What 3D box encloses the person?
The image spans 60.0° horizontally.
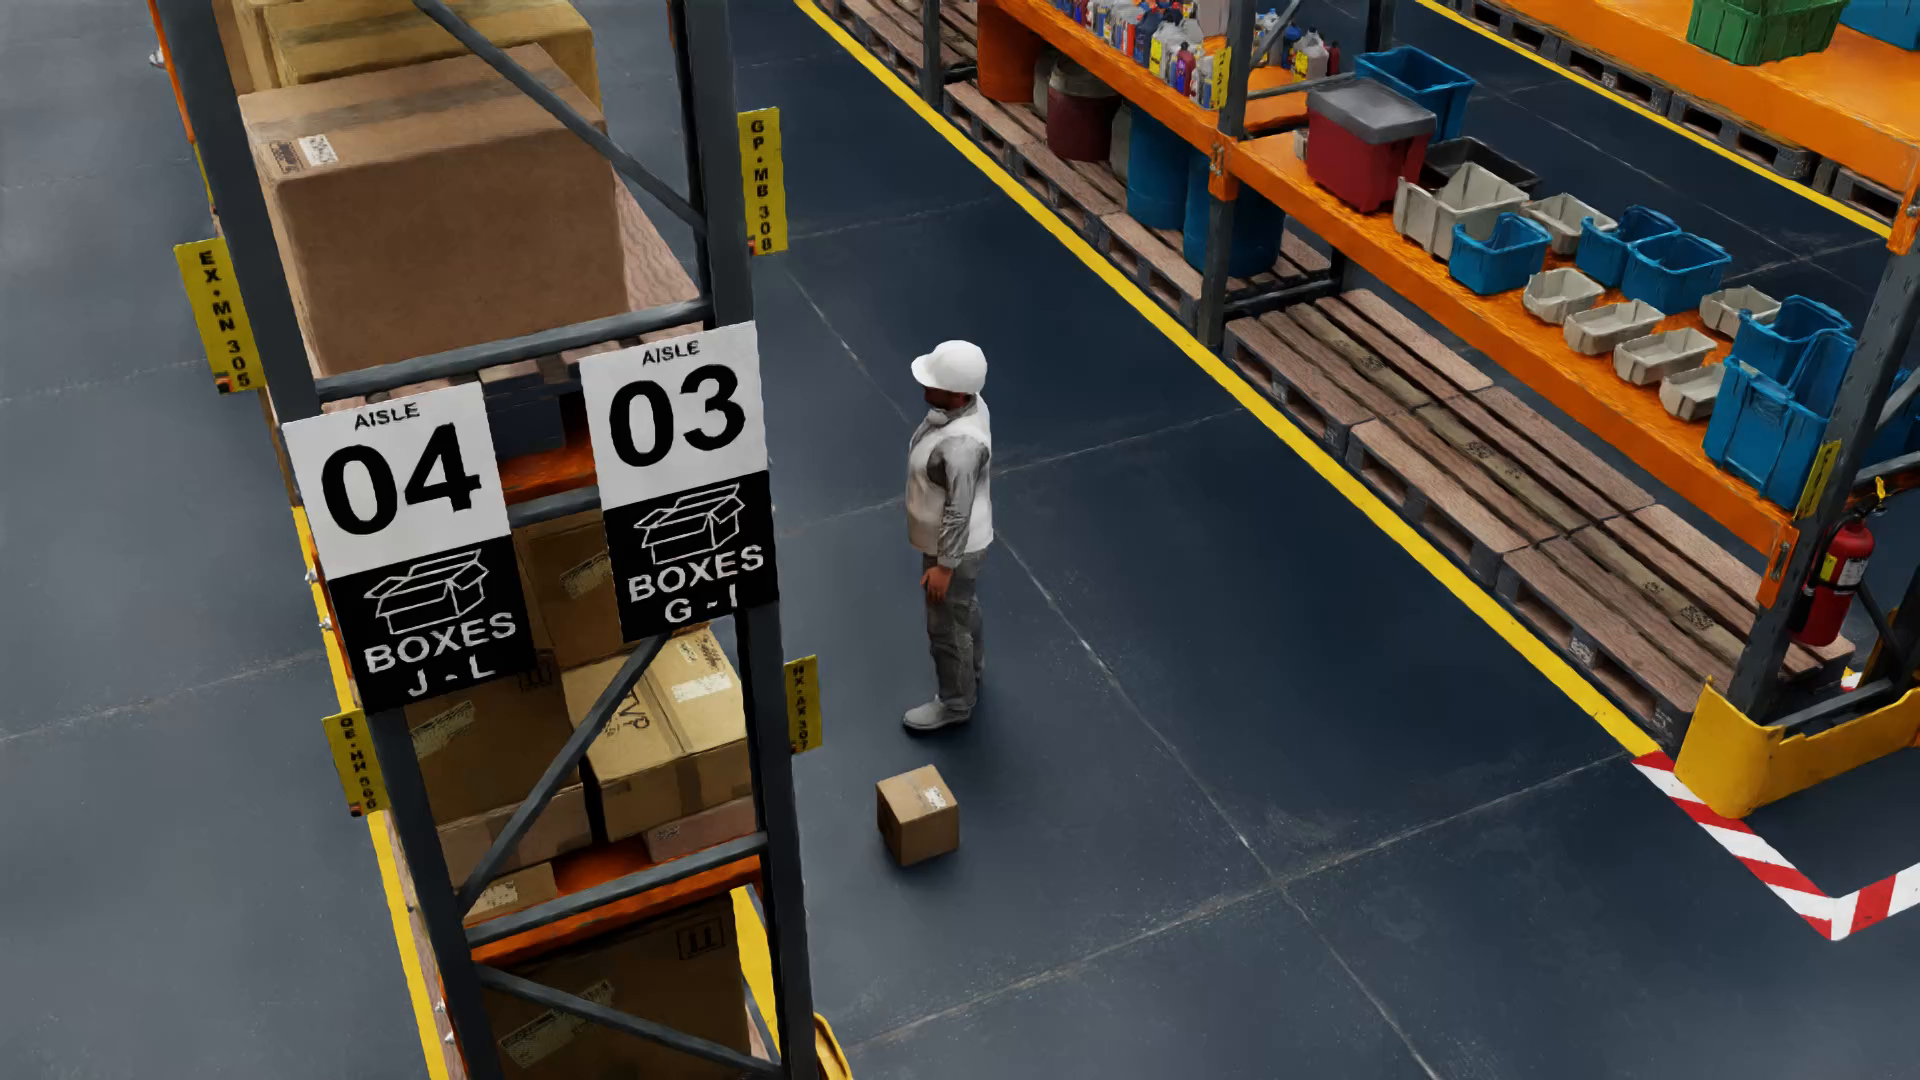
[{"bbox_3d":[-0.054,-0.032,6.830,0.379,1.783,0.628,0,37,0],"label":"person"}]
